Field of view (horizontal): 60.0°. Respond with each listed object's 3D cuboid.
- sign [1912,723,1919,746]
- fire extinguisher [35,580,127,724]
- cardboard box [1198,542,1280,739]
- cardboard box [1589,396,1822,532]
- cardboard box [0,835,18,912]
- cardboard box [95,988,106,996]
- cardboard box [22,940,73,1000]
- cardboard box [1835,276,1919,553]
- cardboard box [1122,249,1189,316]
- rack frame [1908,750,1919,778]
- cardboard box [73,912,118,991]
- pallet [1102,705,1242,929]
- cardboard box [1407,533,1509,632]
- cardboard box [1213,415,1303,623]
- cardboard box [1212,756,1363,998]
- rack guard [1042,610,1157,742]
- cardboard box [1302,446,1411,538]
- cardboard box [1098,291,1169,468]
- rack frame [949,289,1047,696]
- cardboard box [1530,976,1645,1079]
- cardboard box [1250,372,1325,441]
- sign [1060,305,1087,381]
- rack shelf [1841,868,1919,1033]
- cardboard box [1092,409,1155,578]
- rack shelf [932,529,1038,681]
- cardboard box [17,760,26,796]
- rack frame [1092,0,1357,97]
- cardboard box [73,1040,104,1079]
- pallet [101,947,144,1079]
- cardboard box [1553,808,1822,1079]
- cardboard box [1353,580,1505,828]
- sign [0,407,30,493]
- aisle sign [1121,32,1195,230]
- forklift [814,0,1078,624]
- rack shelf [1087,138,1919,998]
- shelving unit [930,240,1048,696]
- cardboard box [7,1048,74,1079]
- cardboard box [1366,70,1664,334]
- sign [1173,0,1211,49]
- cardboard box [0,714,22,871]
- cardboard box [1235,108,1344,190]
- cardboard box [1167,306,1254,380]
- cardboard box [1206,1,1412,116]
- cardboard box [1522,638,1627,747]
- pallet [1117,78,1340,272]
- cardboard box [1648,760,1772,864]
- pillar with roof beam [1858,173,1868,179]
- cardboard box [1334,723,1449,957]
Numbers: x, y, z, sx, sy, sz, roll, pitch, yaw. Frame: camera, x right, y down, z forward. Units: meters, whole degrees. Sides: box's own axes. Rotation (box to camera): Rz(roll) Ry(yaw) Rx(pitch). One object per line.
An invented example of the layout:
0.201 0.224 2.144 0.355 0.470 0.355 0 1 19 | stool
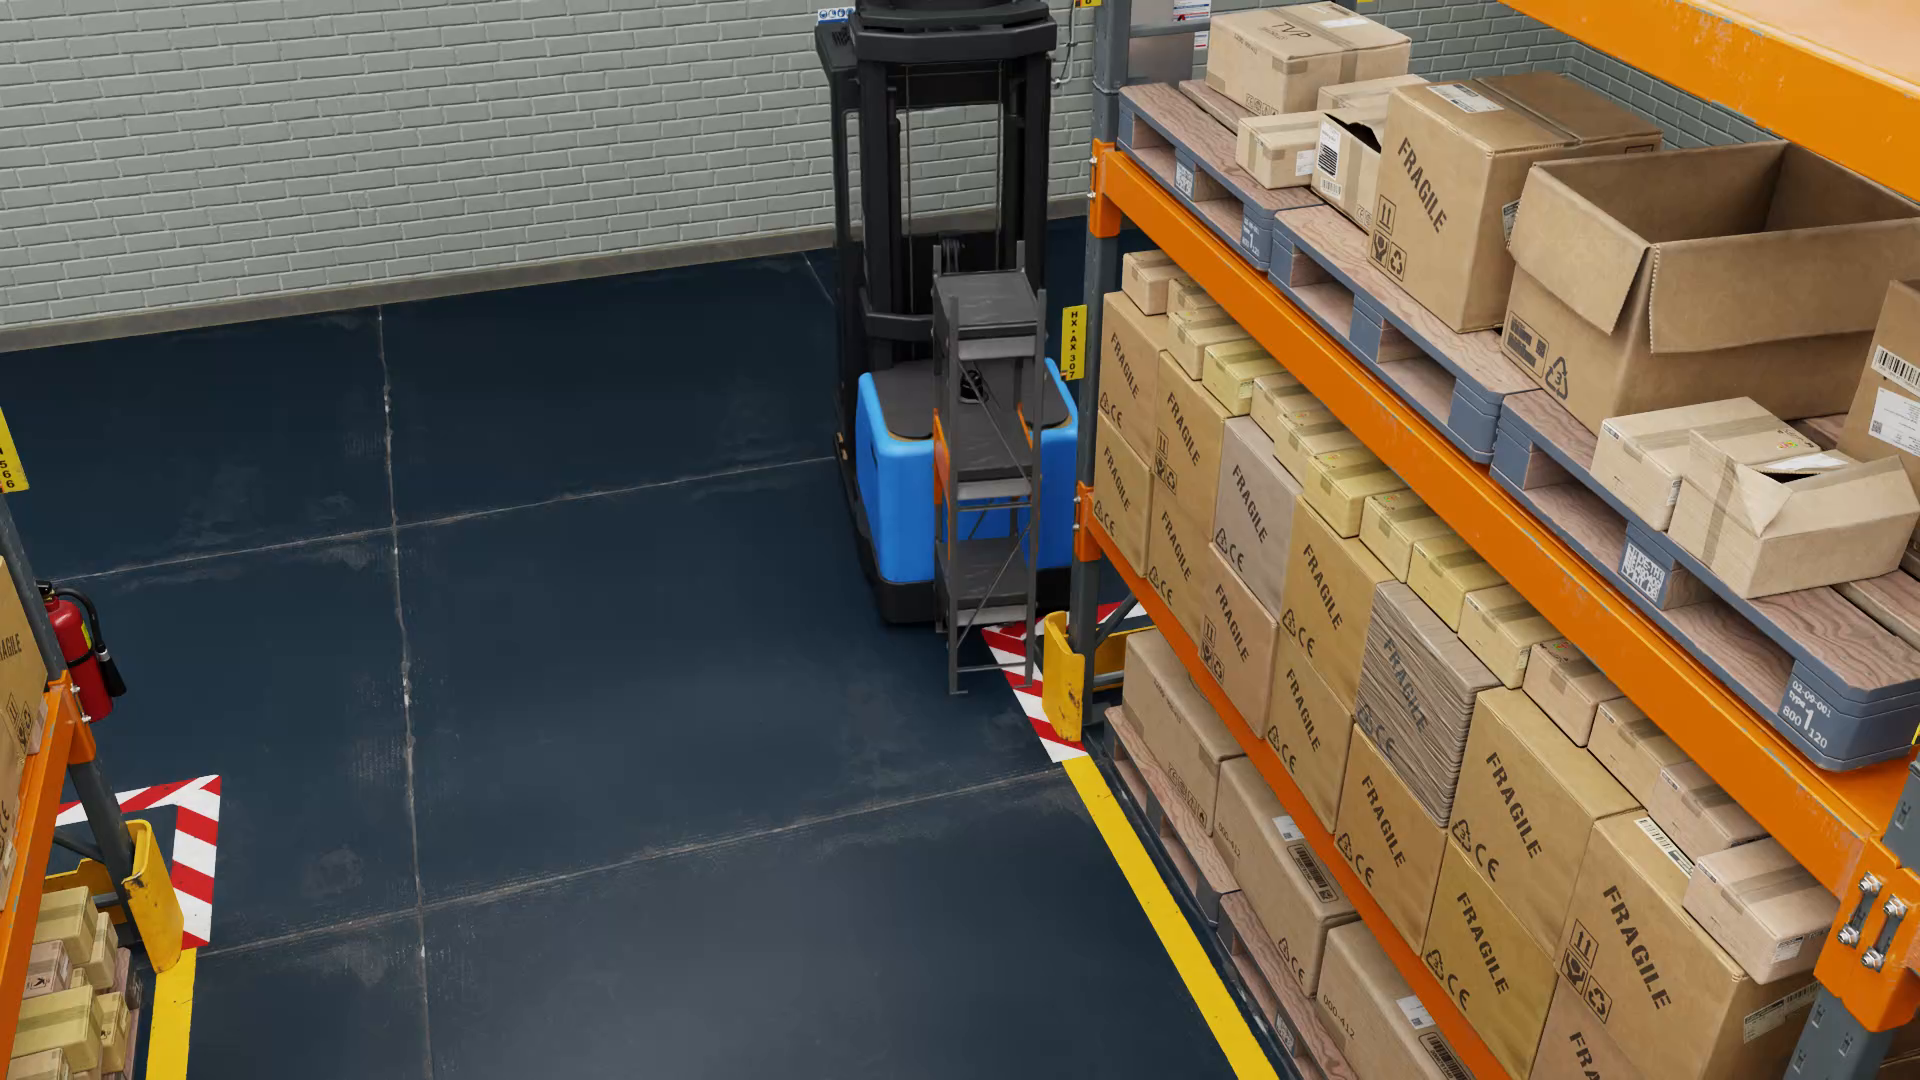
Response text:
1.679 0.208 2.773 0.100 0.325 0.005 -10 35 -15 | sign
-3.334 0.377 6.186 0.296 0.674 0.183 -10 35 -15 | fire extinguisher
1.179 0.303 5.799 0.500 0.500 0.500 -10 35 -15 | cardboard box
1.627 -0.170 3.642 0.380 0.149 0.250 -9 35 -14 | cardboard box
-3.097 1.024 5.028 0.380 0.149 0.250 -9 35 -13 | cardboard box
-3.337 1.655 6.050 0.380 0.149 0.250 -9 35 -14 | cardboard box
-3.271 1.542 5.681 0.380 0.149 0.250 -9 35 -14 | cardboard box
2.228 -0.241 3.430 0.500 0.500 0.500 -9 35 -14 | cardboard box
0.832 -0.983 6.250 0.380 0.149 0.250 -9 35 -14 | cardboard box
2.207 -0.889 2.253 1.000 3.000 0.127 -10 35 -15 | rack frame
-3.263 1.518 5.986 0.380 0.149 0.250 -11 35 -16 | cardboard box
1.306 1.084 7.238 1.003 0.211 1.213 -10 35 -15 | pallet
1.480 0.094 4.620 0.380 0.149 0.250 -11 35 -16 | cardboard box
1.191 -0.106 5.512 0.500 0.500 0.500 -10 35 -15 | cardboard box
1.571 1.216 6.451 0.875 0.438 0.875 -9 35 -13 | cardboard box
0.980 0.544 7.793 1.175 0.500 0.348 -10 35 -15 | rack guard
1.265 -0.162 5.007 0.380 0.149 0.250 -11 35 -16 | cardboard box
0.862 -0.645 6.328 0.500 0.500 0.500 -11 35 -16 | cardboard box
0.152 -0.143 7.381 0.400 2.100 0.015 -5 35 -7 | rack frame
1.822 1.371 4.182 0.500 0.500 0.500 -10 35 -14 | cardboard box
1.177 -0.437 5.425 0.380 0.149 0.250 -10 35 -14 | cardboard box
0.457 -0.790 6.688 0.100 0.325 0.005 -10 35 -15 | sign
2.817 1.712 1.689 1.077 0.370 4.000 -10 35 -15 | rack shelf
0.860 -0.228 6.603 0.500 0.500 0.500 -10 35 -15 | cardboard box
0.114 0.309 7.984 0.431 0.518 0.480 -5 35 -7 | rack shelf
-3.287 0.764 5.420 0.380 0.149 0.250 -10 35 -15 | cardboard box
0.987 -2.989 5.431 1.000 3.000 0.127 -10 35 -15 | rack frame
-3.103 1.791 5.574 0.380 0.149 0.250 -11 35 -17 | cardboard box
-3.459 2.035 5.799 1.003 0.211 1.213 -10 35 -15 | pallet
1.800 0.953 3.908 0.500 0.500 0.500 -10 35 -15 | cardboard box
1.489 0.420 4.715 0.500 0.500 0.500 -10 35 -14 | cardboard box
-3.162 -0.299 5.464 0.100 0.325 0.005 -10 35 -15 | sign
0.689 -1.560 6.351 0.394 0.787 0.004 -10 35 -15 | aisle sign
-0.139 -1.608 8.844 1.130 2.935 3.031 -6 34 -9 | forklift
1.597 -0.388 4.867 1.077 0.370 4.000 -10 35 -15 | rack shelf
0.116 -0.280 7.580 0.431 2.100 0.503 -5 35 -7 | shelving unit
-3.053 1.803 5.285 0.380 0.149 0.250 -11 35 -17 | cardboard box
1.459 -0.913 4.447 0.500 0.500 0.500 -9 35 -14 | cardboard box
1.697 -3.872 12.294 0.329 0.494 0.001 -10 35 -15 | sign
-3.162 0.697 4.933 0.500 0.500 0.500 -11 35 -16 | cardboard box
1.100 -1.240 5.261 0.380 0.149 0.250 -9 34 -13 | cardboard box
0.950 -0.702 5.824 0.380 0.149 0.250 -9 34 -13 | cardboard box
1.210 -1.671 5.821 0.500 0.250 0.500 -13 36 -19 | cardboard box
1.672 0.357 4.223 0.380 0.149 0.250 -10 35 -15 | cardboard box
1.223 -1.313 5.696 1.003 0.211 1.213 -10 35 -15 | pallet
1.833 0.619 3.825 0.380 0.149 0.250 -9 35 -14 | cardboard box
1.649 -4.669 7.973 9.100 9.000 0.400 -10 35 -15 | pillar with roof beam
1.493 0.841 4.986 0.500 0.500 0.500 -11 35 -15 | cardboard box
